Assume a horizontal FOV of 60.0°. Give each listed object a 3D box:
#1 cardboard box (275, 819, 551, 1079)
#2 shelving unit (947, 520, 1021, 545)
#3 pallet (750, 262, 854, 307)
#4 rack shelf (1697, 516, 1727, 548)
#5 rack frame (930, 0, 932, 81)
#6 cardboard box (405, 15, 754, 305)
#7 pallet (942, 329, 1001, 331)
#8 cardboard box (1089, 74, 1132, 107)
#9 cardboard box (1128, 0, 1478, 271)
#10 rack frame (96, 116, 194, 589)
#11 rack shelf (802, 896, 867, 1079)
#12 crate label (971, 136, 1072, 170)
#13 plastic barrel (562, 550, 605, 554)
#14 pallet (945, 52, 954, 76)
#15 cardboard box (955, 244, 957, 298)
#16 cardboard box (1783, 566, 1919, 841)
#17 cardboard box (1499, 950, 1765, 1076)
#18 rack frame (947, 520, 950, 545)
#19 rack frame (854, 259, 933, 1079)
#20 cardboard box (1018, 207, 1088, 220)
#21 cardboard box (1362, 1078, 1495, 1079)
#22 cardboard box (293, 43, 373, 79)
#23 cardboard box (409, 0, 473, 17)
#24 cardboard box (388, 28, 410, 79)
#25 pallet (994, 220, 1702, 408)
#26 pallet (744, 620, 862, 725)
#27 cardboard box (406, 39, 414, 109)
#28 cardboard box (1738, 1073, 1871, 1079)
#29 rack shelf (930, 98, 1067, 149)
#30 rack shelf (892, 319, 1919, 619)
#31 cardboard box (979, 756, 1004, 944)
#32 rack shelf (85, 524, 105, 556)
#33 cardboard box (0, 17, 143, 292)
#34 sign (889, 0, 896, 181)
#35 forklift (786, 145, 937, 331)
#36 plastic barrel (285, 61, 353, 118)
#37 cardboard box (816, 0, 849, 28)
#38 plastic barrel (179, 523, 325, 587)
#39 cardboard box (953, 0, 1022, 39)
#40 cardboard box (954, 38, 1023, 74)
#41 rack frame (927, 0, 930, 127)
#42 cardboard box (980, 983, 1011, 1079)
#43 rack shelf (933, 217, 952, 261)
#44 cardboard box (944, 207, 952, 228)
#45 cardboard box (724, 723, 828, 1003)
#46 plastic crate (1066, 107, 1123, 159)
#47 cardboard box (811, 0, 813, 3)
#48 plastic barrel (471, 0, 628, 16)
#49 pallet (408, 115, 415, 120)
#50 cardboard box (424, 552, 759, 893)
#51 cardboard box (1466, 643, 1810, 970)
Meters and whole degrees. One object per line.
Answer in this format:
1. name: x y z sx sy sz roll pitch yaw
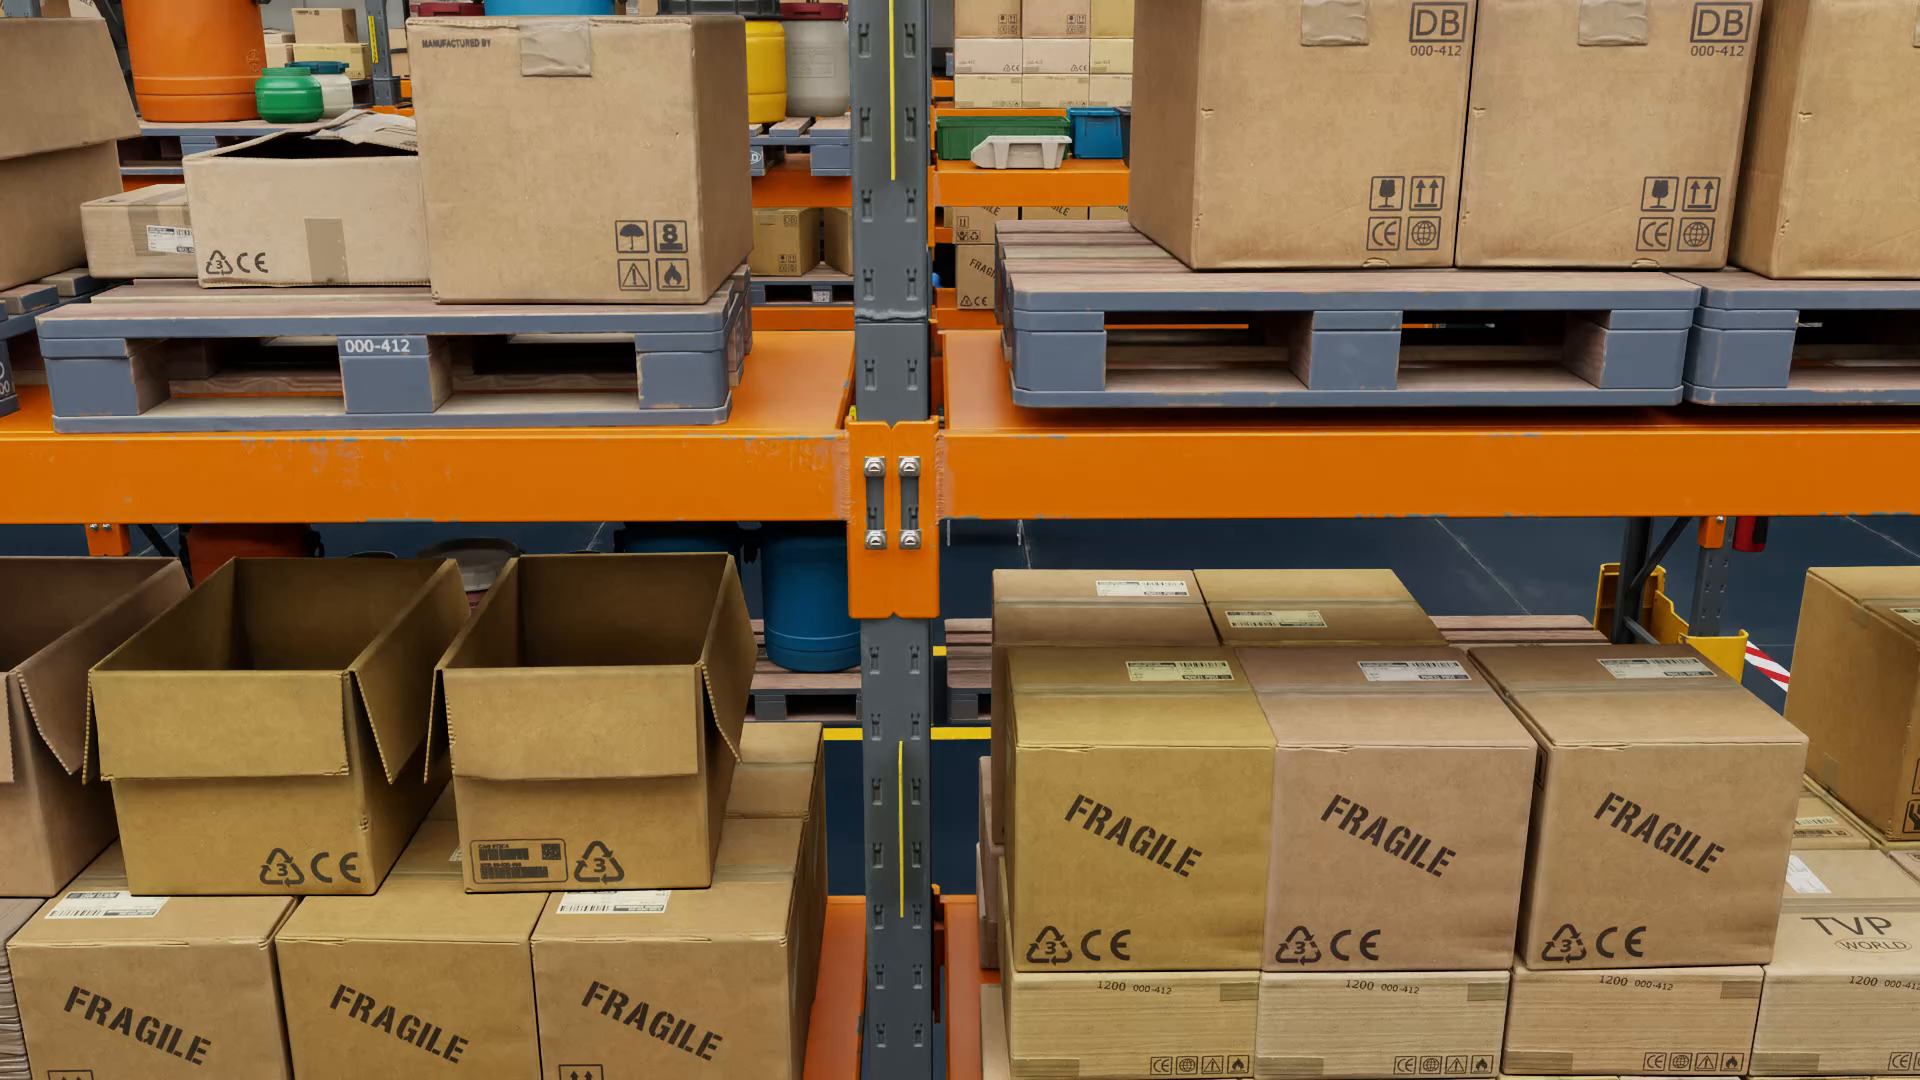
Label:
1. cardboard box: -1.088 0.936 3.556 0.500 0.500 0.500 0 18 1
2. shelving unit: 0.166 -0.572 11.367 0.503 1.200 0.258 0 18 -1
3. pallet: -1.083 -2.066 13.392 1.213 0.211 1.003 0 18 -1
4. rack shelf: 1.792 -0.282 8.695 4.000 0.370 1.077 0 18 -1
5. rack frame: -0.282 -4.985 12.355 0.127 3.000 1.000 0 18 -1
6. cardboard box: -0.709 -0.773 3.284 0.500 0.500 0.700 0 18 0
7. pallet: 0.397 -2.293 18.350 1.213 0.211 1.003 0 18 -1
8. cardboard box: 1.208 -3.415 12.618 0.500 0.250 0.500 0 18 -1
9. cardboard box: 0.652 -0.848 3.356 0.500 0.500 0.700 -1 18 -4
10. rack frame: -4.207 -0.596 8.495 0.127 3.000 1.000 0 18 -1
11. rack shelf: -2.129 1.250 3.919 4.000 0.370 1.077 0 18 -1
12. crate label: 0.286 -1.832 7.869 0.466 0.136 0.293 0 18 -1
13. plastic barrel: -2.026 0.346 8.945 0.421 0.512 0.421 0 18 0
14. pallet: 0.454 -5.028 17.545 1.213 0.211 1.003 0 18 -1
15. cardboard box: 0.214 -2.257 13.508 0.500 0.500 0.500 0 18 0
16. cardboard box: 2.368 0.377 3.991 0.500 0.500 0.500 -1 18 -2
17. cardboard box: 1.360 0.900 3.591 0.500 0.250 0.500 0 18 1
18. rack frame: -0.078 -0.571 11.363 0.015 1.200 0.240 0 18 -1
19. rack frame: -0.129 0.897 3.839 0.127 3.000 1.000 0 18 -1
20. cardboard box: 0.709 -2.571 12.851 0.500 0.500 0.500 -1 18 -3
21. cardboard box: 0.960 1.113 3.580 0.250 0.149 0.380 -1 18 -2
22. cardboard box: -4.734 -3.646 12.651 0.500 0.250 0.500 -2 18 -5
23. cardboard box: -3.845 -4.061 12.585 0.500 0.500 0.500 0 18 -1
24. cardboard box: -5.661 -5.131 17.519 0.637 0.503 0.797 2 18 7
25. pallet: 0.689 -0.489 3.397 1.213 0.211 1.003 0 18 -1
26. pallet: -0.980 0.703 9.009 1.213 0.211 1.003 0 18 -1
27. cardboard box: -3.846 -3.597 12.776 0.500 0.500 0.910 0 18 -1
28. cardboard box: 1.730 1.109 3.591 0.250 0.149 0.380 -1 18 -2
29. rack shelf: 1.718 -3.224 12.953 4.000 0.370 1.077 0 18 -1
30. rack shelf: 1.870 -0.198 3.521 4.000 0.370 1.077 0 18 -1
31. cardboard box: 0.308 0.745 4.073 0.500 0.250 0.500 -1 18 -2
32. rack shelf: -6.207 -0.244 8.575 4.000 0.370 1.077 0 18 -1
33. cardboard box: -2.087 -0.777 3.292 0.637 0.503 0.797 -1 18 -2
34. sign: -0.111 -0.761 2.738 0.005 0.325 0.100 0 18 -1
35. forklift: -1.745 -2.865 15.680 3.031 2.935 1.130 1 18 2
36. plastic barrel: -3.137 -2.208 8.149 0.301 0.262 0.301 0 18 0
37. cardboard box: -0.787 -3.872 12.781 0.600 0.600 0.600 -2 18 -6
38. plastic barrel: -3.718 0.230 8.786 0.708 0.830 0.600 0 18 -1
39. cardboard box: 0.203 -4.094 12.689 0.500 0.500 0.700 0 18 -1
40. cardboard box: 0.208 -3.650 12.530 0.500 0.250 0.500 0 18 -1
41. rack frame: -0.208 -3.472 7.639 0.127 3.000 1.000 0 18 -1
42. cardboard box: 0.172 1.117 3.566 0.250 0.149 0.380 0 18 -1
43. rack shelf: 1.636 -3.308 18.127 4.000 0.370 1.077 0 18 -1
44. cardboard box: 0.179 -3.782 17.934 0.700 0.700 0.980 0 18 0
45. cardboard box: -0.593 0.776 4.055 0.500 0.500 0.500 0 18 -1
46. plastic crate: 0.698 -2.066 8.440 0.300 0.233 0.416 0 18 -1
47. cardboard box: -1.798 -5.712 17.421 0.500 0.250 0.500 -1 18 -3
48. plastic barrel: -1.912 -2.427 7.785 0.708 0.901 0.600 0 18 -1
49. pallet: -2.124 -1.914 8.001 1.213 0.211 1.003 0 18 -1
50. cardboard box: -0.768 0.378 3.654 0.637 0.503 0.797 -1 18 -2
51. cardboard box: 1.366 0.542 3.478 0.500 0.500 0.500 -1 18 -3
